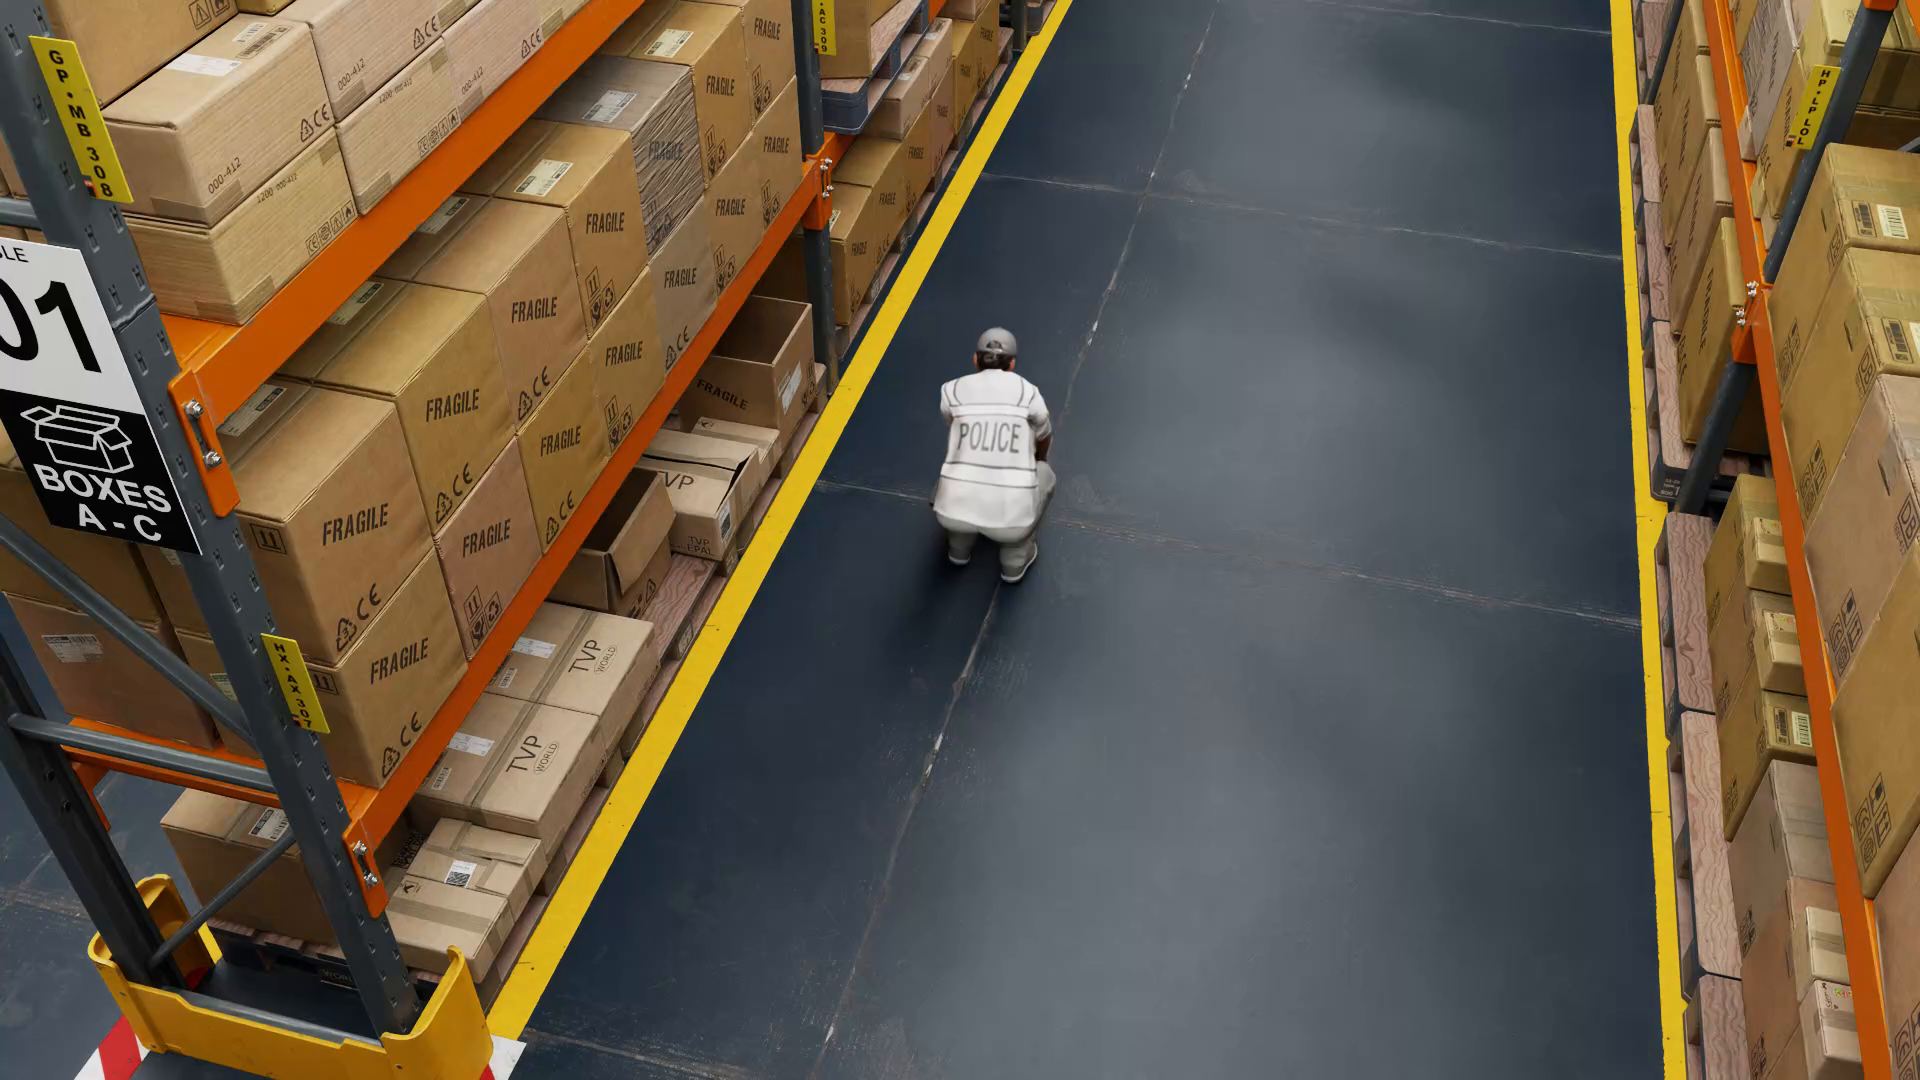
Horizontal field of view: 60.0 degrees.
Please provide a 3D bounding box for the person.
[{"bbox_3d":[0.151,-0.354,7.115,0.505,0.951,0.867,9,42,10],"label":"person"}]
